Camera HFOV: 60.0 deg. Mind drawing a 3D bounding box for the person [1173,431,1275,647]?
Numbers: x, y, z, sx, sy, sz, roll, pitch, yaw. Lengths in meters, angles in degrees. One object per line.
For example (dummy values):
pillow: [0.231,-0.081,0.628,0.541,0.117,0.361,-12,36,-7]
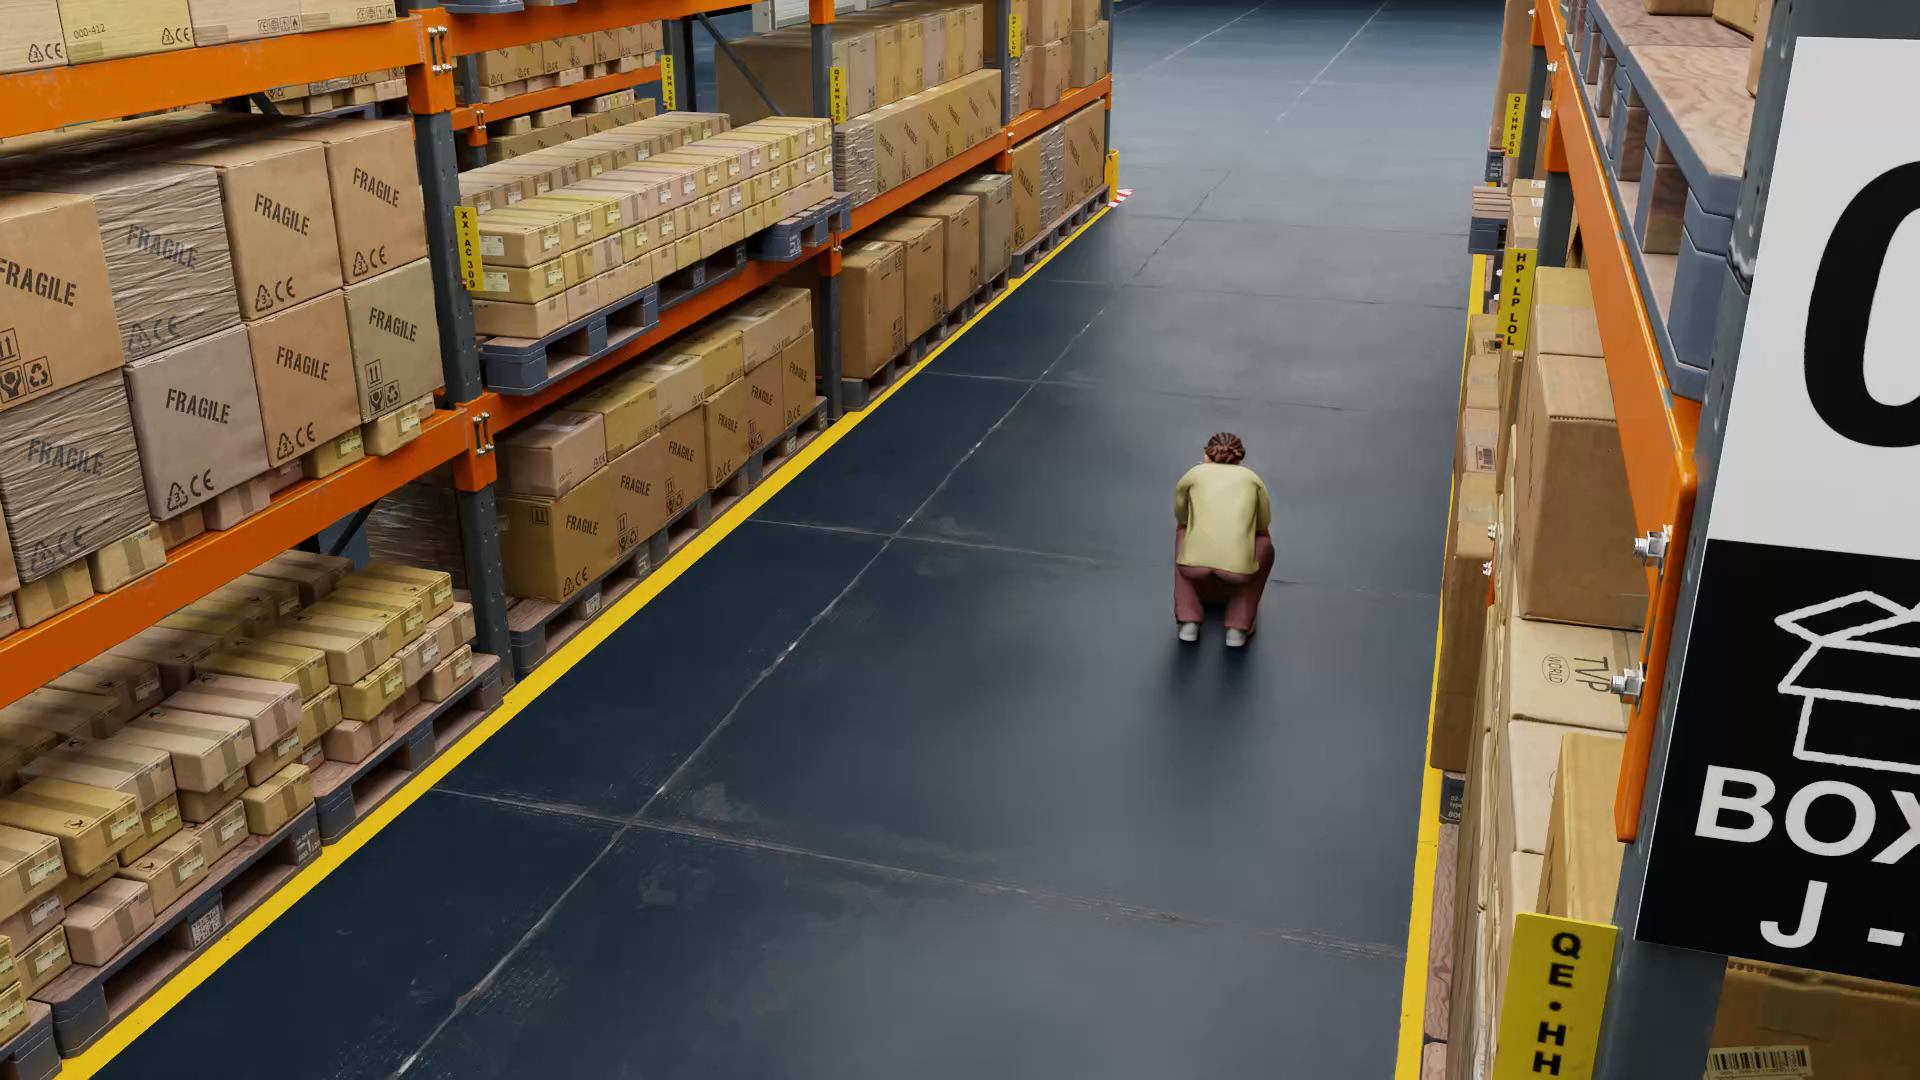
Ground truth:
person: [1.207,-0.003,7.712,0.487,0.844,0.802,6,23,16]
